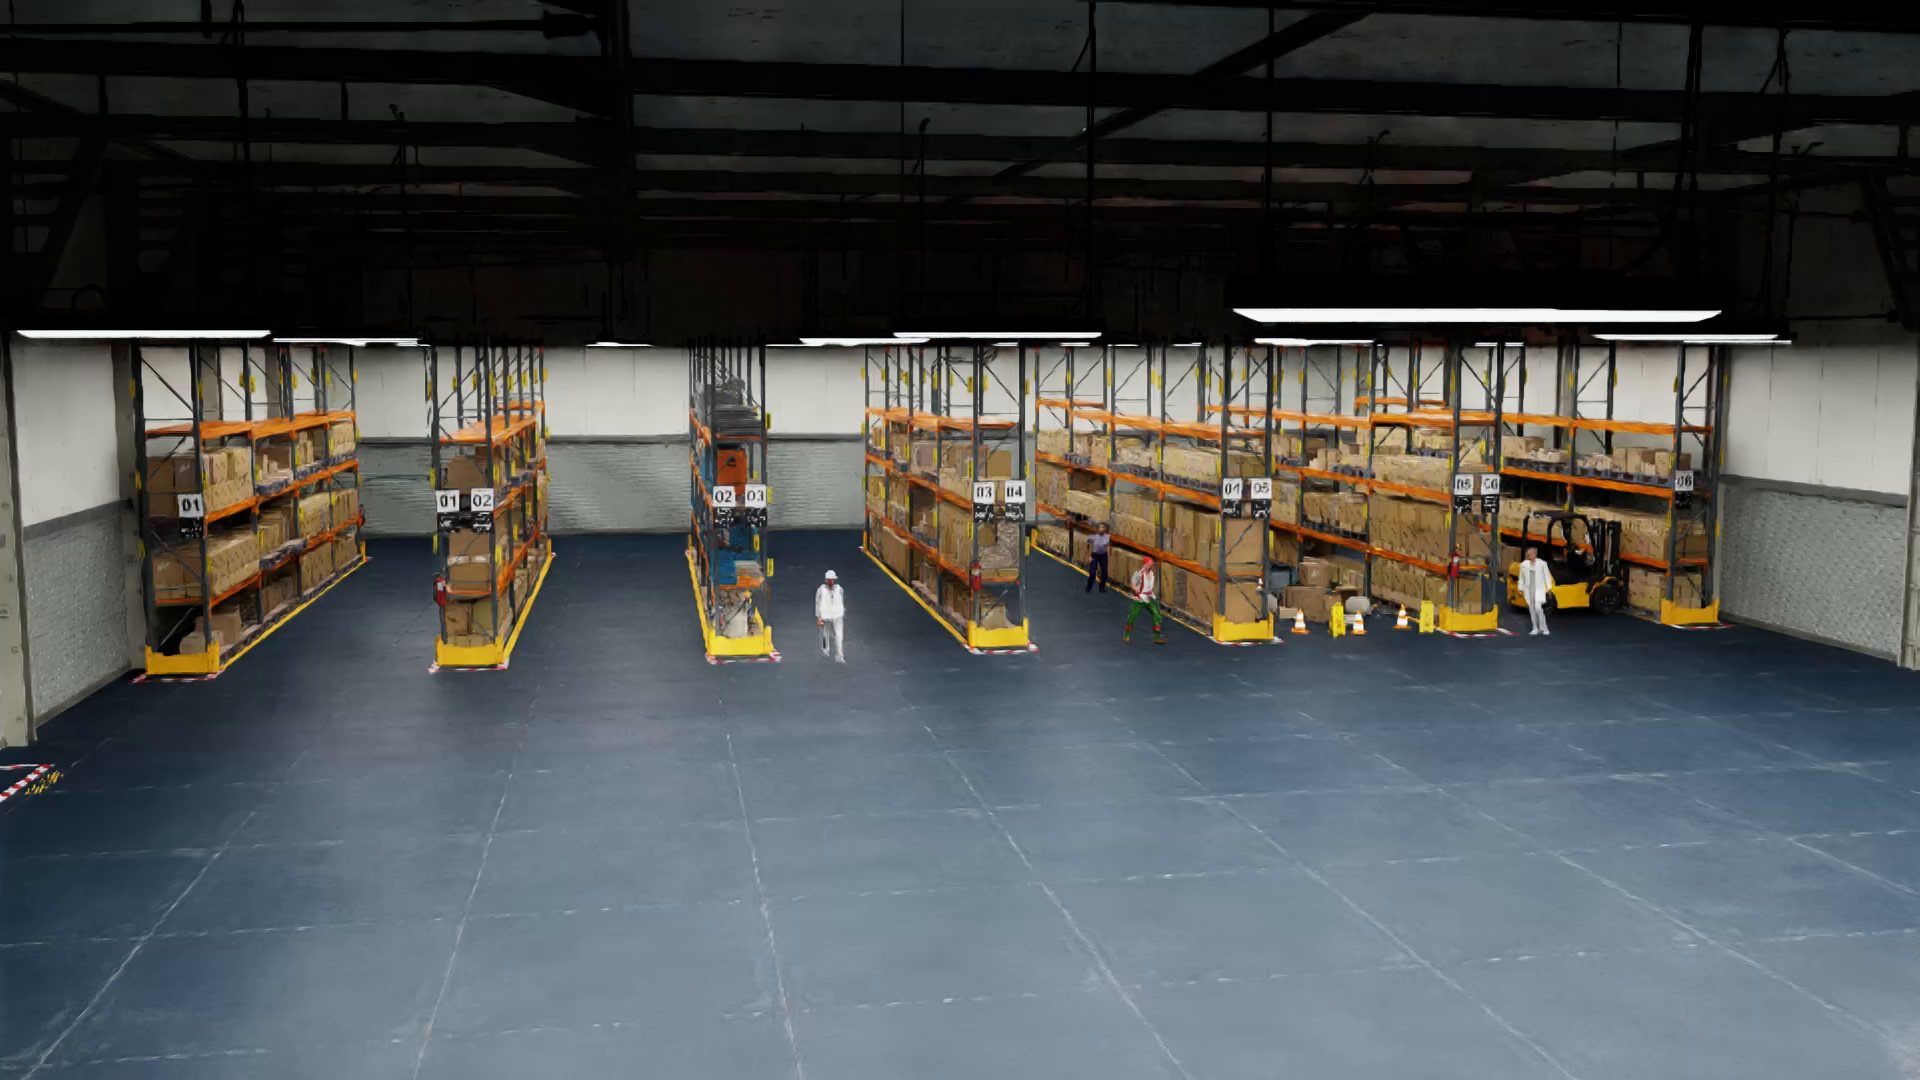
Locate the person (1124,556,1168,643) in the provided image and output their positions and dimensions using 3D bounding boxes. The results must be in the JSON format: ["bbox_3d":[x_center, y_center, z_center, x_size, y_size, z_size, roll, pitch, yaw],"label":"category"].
[{"bbox_3d":[3.585,1.145,32.459,0.684,1.715,0.844,-3,7,-27],"label":"person"}]

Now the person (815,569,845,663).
[{"bbox_3d":[-2.384,1.375,30.540,0.543,1.700,1.114,-1,7,-8],"label":"person"}]

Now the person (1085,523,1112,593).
[{"bbox_3d":[3.109,0.445,37.264,0.625,1.490,0.510,-1,7,-13],"label":"person"}]

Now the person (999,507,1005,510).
[{"bbox_3d":[1.340,-0.500,46.924,0.575,1.689,1.128,-1,7,-13],"label":"person"}]

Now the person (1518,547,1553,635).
[{"bbox_3d":[11.527,1.018,33.311,0.691,1.764,0.518,6,9,40],"label":"person"}]
